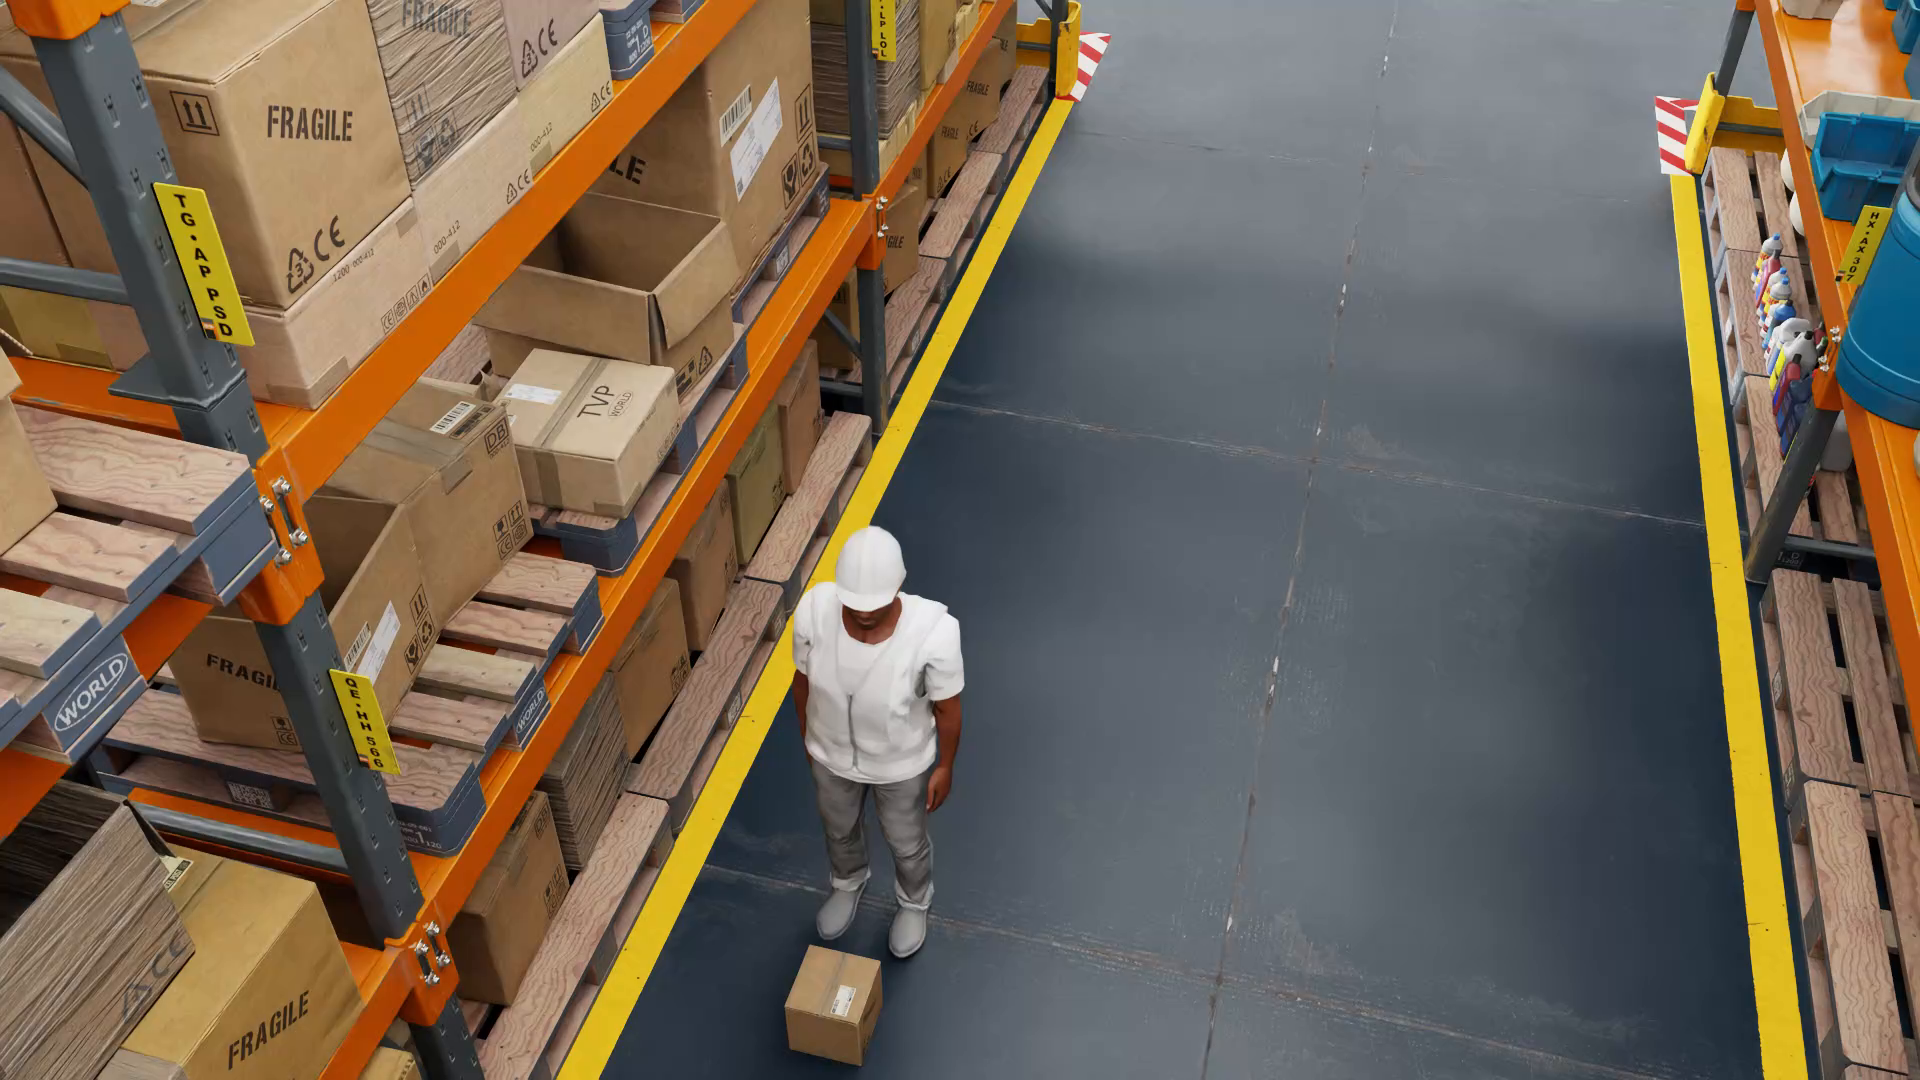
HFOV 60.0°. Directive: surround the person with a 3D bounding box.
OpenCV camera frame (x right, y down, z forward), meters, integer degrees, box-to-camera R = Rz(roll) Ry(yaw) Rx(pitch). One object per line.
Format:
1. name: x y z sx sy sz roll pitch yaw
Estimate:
1. person: -0.270 0.672 5.370 0.564 1.774 0.358 11 42 12
